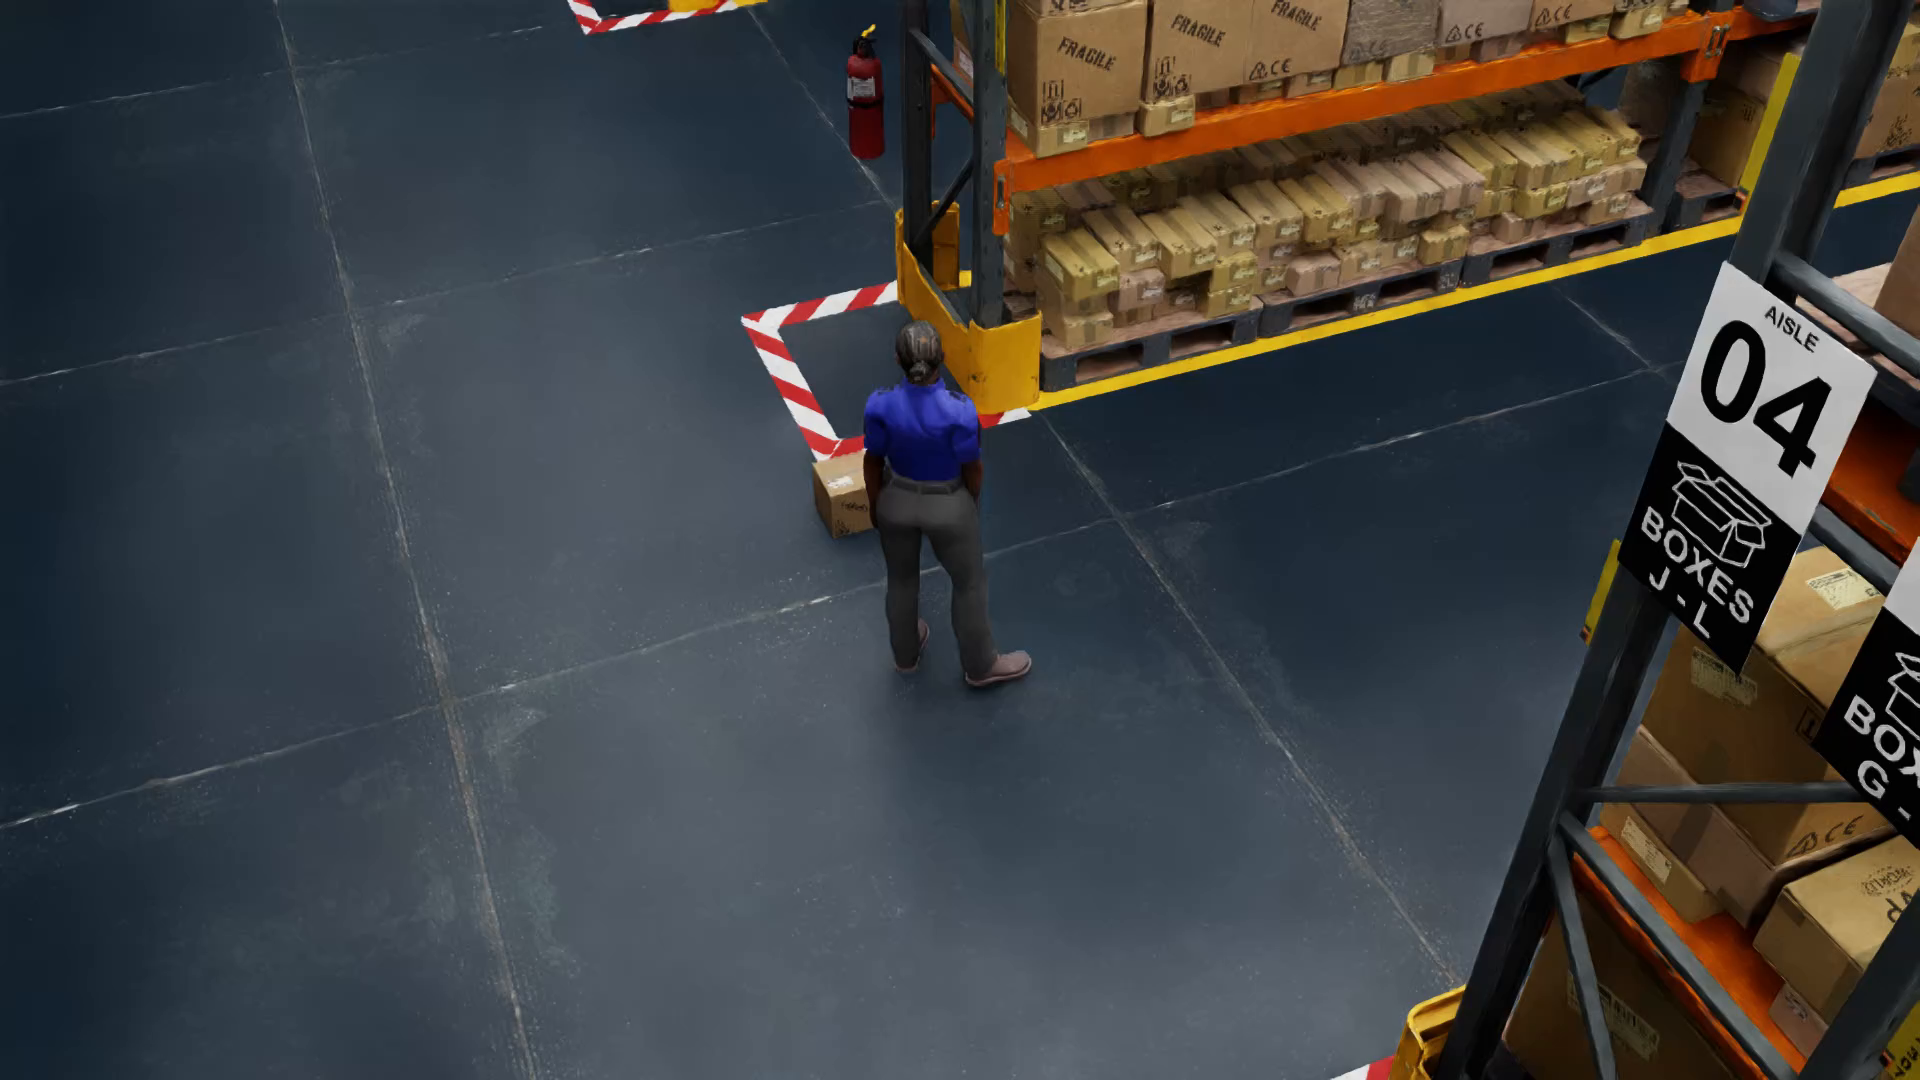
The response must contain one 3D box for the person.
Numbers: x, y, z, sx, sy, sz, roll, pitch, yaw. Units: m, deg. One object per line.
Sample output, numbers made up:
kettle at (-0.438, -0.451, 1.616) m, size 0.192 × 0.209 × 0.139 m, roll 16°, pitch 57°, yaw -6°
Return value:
person at (-0.025, -0.126, 6.285) m, size 0.636 × 1.660 × 0.335 m, roll 8°, pitch 43°, yaw 8°
